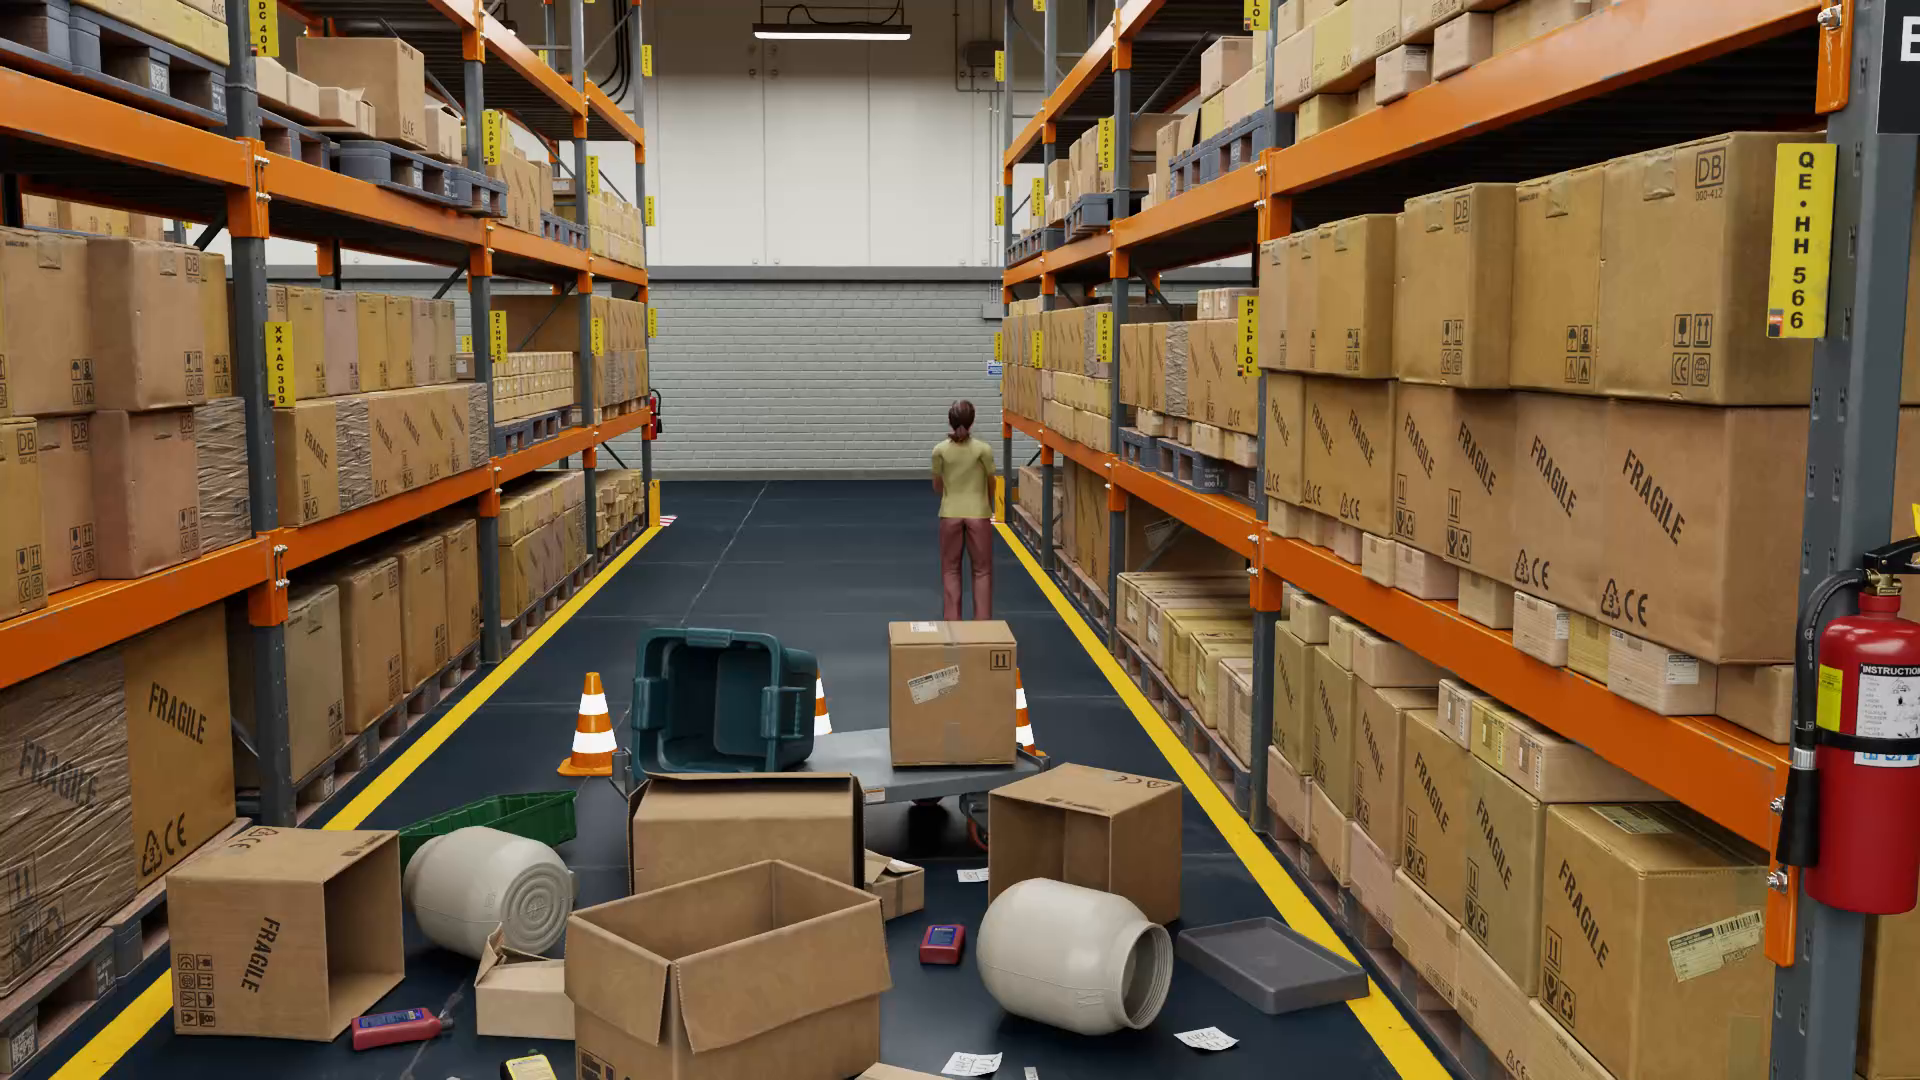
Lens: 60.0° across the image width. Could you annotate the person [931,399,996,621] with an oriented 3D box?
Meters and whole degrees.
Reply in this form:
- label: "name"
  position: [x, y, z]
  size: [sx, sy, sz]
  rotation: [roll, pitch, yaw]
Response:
- label: "person"
  position: [0.030, -0.125, 11.289]
  size: [0.435, 1.671, 0.546]
  rotation: [1, 7, 6]
